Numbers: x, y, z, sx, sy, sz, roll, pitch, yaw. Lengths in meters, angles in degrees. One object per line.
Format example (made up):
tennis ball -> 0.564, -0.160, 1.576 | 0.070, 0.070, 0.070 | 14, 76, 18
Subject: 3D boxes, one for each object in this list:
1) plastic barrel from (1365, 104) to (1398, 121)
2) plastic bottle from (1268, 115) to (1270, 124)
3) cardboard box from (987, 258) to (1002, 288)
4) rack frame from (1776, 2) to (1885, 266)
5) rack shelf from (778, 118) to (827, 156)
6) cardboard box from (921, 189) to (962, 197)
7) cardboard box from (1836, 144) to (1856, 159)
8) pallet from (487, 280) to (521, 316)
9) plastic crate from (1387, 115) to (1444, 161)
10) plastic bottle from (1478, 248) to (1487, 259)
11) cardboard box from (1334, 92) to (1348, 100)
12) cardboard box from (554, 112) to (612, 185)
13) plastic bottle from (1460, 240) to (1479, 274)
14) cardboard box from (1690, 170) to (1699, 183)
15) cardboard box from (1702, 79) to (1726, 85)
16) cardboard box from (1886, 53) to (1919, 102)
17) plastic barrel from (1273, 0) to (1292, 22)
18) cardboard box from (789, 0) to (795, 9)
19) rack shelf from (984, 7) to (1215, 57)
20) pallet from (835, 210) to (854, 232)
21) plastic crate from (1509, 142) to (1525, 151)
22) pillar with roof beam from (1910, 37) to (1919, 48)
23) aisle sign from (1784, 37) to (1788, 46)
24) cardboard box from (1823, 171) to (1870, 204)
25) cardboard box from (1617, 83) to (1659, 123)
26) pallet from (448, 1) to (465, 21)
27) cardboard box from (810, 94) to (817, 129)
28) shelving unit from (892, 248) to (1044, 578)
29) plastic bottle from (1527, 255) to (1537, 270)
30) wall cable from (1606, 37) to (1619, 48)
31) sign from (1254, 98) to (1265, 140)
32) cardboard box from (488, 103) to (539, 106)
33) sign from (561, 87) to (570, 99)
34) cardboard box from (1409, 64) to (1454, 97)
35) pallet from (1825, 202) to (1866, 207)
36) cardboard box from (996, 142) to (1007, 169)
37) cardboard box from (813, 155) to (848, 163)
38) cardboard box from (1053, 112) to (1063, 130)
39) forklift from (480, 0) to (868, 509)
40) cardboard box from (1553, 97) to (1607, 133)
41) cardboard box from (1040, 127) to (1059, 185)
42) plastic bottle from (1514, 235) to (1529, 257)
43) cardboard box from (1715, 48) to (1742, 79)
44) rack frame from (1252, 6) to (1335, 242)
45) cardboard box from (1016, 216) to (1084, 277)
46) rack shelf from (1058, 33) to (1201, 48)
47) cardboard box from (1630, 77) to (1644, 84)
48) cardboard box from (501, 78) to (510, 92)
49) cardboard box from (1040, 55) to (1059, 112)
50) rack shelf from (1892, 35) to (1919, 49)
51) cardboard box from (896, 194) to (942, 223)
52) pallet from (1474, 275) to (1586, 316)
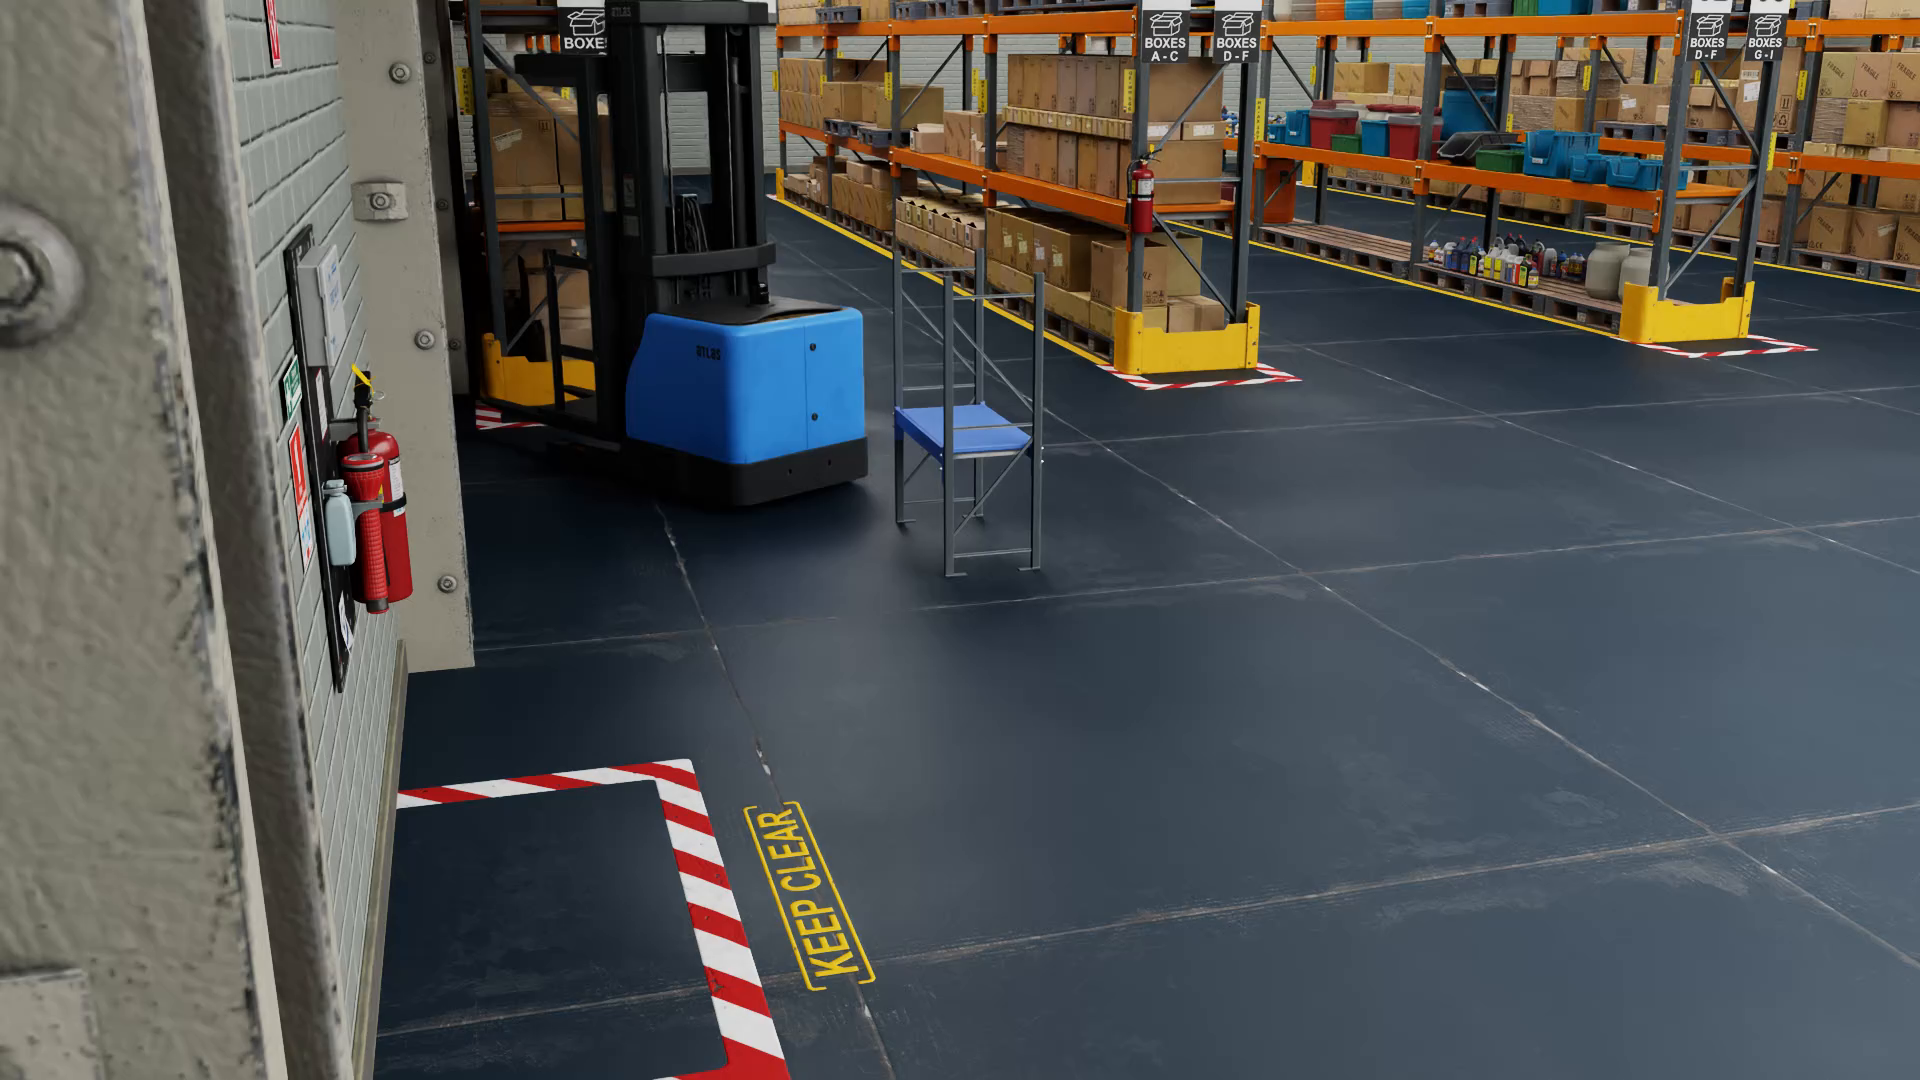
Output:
plastic barrel -> 5.140, -5.029, 20.245 | 0.433, 0.535, 0.433 | 0, 17, 0
plastic bottle -> 4.345, -5.840, 23.403 | 0.097, 0.271, 0.097 | 0, 17, 0
cardboard box -> 0.585, -2.701, 16.780 | 0.500, 0.250, 0.500 | -5, 17, -15
rack frame -> 10.275, -4.751, 19.556 | 1.000, 3.000, 0.127 | -5, 17, -15
rack shelf -> -2.000, -6.391, 26.264 | 1.077, 0.370, 4.000 | -5, 17, -15
cardboard box -> -0.201, -4.238, 21.426 | 0.500, 0.500, 0.500 | -4, 17, -13
cardboard box -> 10.196, -4.411, 18.858 | 0.380, 0.149, 0.250 | -5, 17, -15
pallet -> -4.229, -2.456, 16.762 | 1.003, 0.211, 1.213 | -5, 17, -15
plastic crate -> 5.085, -4.500, 18.608 | 0.402, 0.464, 0.583 | -5, 17, -15
plastic bottle -> 5.463, -2.918, 17.429 | 0.097, 0.271, 0.097 | 0, 17, 0
cardboard box -> 6.998, -7.844, 29.595 | 0.500, 0.250, 0.500 | -5, 17, -16
cardboard box -> -2.756, -2.923, 12.391 | 0.500, 0.500, 0.500 | -5, 17, -15
plastic bottle -> 5.387, -2.994, 17.544 | 0.144, 0.351, 0.185 | -5, 18, -18
cardboard box -> 9.544, -4.902, 22.333 | 0.500, 0.250, 0.500 | -3, 17, -9
cardboard box -> 12.539, -7.549, 27.541 | 0.380, 0.149, 0.250 | -4, 17, -12
cardboard box -> 10.429, -5.000, 17.953 | 0.500, 0.500, 0.500 | -5, 17, -15
plastic barrel -> 4.204, -6.846, 21.121 | 0.421, 0.512, 0.421 | 0, 17, 0
cardboard box -> -2.384, -8.453, 26.058 | 0.500, 0.250, 0.500 | -5, 17, -15
rack shelf -> 1.298, -4.508, 14.782 | 1.077, 0.370, 4.000 | -5, 17, -15
pallet -> -1.190, -4.625, 23.981 | 1.003, 0.211, 1.213 | -5, 17, -15
plastic crate -> 6.077, -4.004, 17.326 | 0.499, 0.251, 0.616 | -5, 17, -15
pillar with roof beam -> 17.263, -12.598, 35.248 | 9.100, 9.000, 0.400 | -5, 17, -15
aisle sign -> 16.207, -10.096, 32.830 | 0.394, 0.787, 0.004 | -5, 17, -15
cardboard box -> 13.540, -5.387, 25.288 | 0.500, 0.500, 0.500 | -5, 17, -16
cardboard box -> 9.362, -5.961, 22.678 | 0.500, 0.500, 0.500 | -7, 18, -22
pallet -> -5.341, -6.203, 19.503 | 1.213, 0.211, 1.003 | -4, 17, -13
cardboard box -> -1.977, -6.490, 25.171 | 0.500, 0.500, 0.500 | -4, 17, -14
shelving unit -> 0.023, -0.695, 8.658 | 0.538, 1.500, 1.048 | -5, 17, -15
plastic bottle -> 5.745, -2.717, 16.740 | 0.061, 0.283, 0.133 | -5, 17, -15
wall cable -> 14.933, -10.914, 38.250 | 0.585, 1.953, 0.123 | -5, 17, -15
sign -> 2.383, -3.358, 13.273 | 0.100, 0.325, 0.005 | -5, 17, -15
cardboard box -> -3.815, -3.445, 14.130 | 0.500, 0.500, 0.500 | -4, 17, -14
sign -> -4.593, -5.245, 19.324 | 0.100, 0.325, 0.005 | -5, 17, -15
cardboard box -> 7.693, -7.500, 27.146 | 0.500, 0.500, 0.500 | -4, 17, -14
pallet -> 13.759, -5.103, 25.573 | 1.003, 0.211, 1.213 | -5, 17, -15
cardboard box -> 0.571, -4.030, 17.415 | 0.500, 0.250, 0.500 | -4, 17, -12
cardboard box -> -2.163, -6.171, 27.863 | 0.500, 0.500, 0.500 | -5, 17, -15
cardboard box -> 1.065, -3.810, 15.120 | 0.380, 0.149, 0.250 | -5, 17, -16
forklift -> -1.966, -1.921, 10.252 | 3.031, 2.935, 1.130 | 15, 23, 41
cardboard box -> 8.801, -6.023, 23.614 | 0.500, 0.500, 0.500 | -4, 17, -14
cardboard box -> 1.162, -3.610, 15.584 | 0.700, 0.500, 0.500 | -4, 17, -14
plastic bottle -> 6.019, -3.093, 17.876 | 0.144, 0.351, 0.185 | -6, 18, -18
cardboard box -> 12.983, -8.142, 28.414 | 0.500, 0.500, 0.500 | -4, 17, -14
rack frame -> 4.413, -5.466, 21.936 | 1.000, 3.000, 0.127 | -5, 17, -15
cardboard box -> 0.850, -2.783, 15.749 | 0.500, 0.500, 0.500 | -5, 17, -15
rack shelf -> 2.764, -8.218, 27.133 | 1.077, 0.370, 4.000 | -5, 17, -15
cardboard box -> 12.191, -7.912, 29.386 | 0.500, 0.500, 0.500 | -5, 17, -16
cardboard box -> -4.989, -5.159, 18.847 | 0.380, 0.149, 0.250 | -7, 18, -22
cardboard box -> 1.154, -4.238, 15.418 | 0.700, 0.500, 0.500 | -5, 17, -15
rack shelf -> 14.522, -6.761, 22.282 | 1.077, 0.370, 4.000 | -5, 17, -15
cardboard box -> -0.489, -4.060, 20.330 | 0.500, 0.311, 0.500 | -4, 17, -13
pallet -> 5.996, -2.497, 16.898 | 1.003, 0.211, 1.213 | -5, 17, -15
